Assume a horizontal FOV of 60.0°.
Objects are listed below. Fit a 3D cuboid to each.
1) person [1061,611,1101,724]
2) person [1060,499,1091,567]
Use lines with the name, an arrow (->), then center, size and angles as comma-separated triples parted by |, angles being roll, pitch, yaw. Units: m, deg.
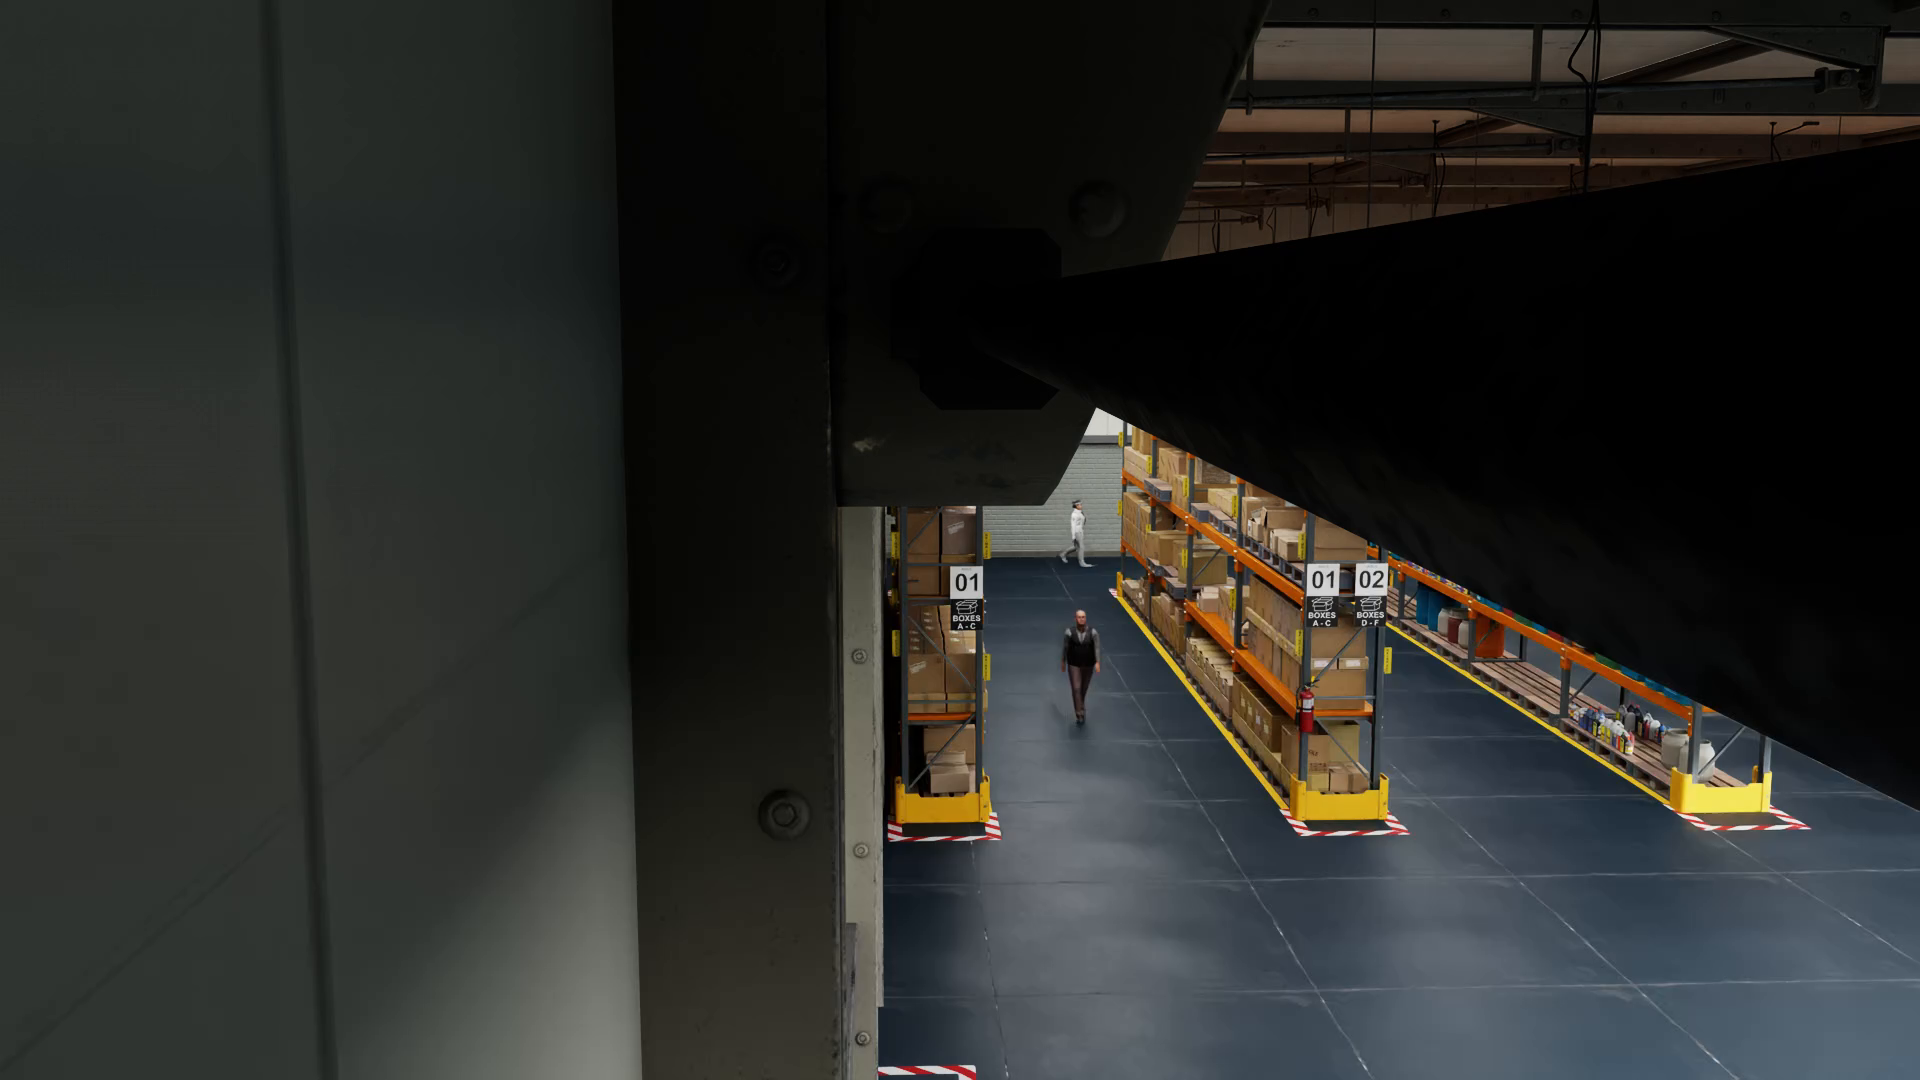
person -> 1.880, 1.916, 25.496 | 0.545, 1.661, 1.079 | -2, 8, -11
person -> 2.798, -0.182, 40.477 | 0.834, 1.661, 0.491 | 3, 8, 17
